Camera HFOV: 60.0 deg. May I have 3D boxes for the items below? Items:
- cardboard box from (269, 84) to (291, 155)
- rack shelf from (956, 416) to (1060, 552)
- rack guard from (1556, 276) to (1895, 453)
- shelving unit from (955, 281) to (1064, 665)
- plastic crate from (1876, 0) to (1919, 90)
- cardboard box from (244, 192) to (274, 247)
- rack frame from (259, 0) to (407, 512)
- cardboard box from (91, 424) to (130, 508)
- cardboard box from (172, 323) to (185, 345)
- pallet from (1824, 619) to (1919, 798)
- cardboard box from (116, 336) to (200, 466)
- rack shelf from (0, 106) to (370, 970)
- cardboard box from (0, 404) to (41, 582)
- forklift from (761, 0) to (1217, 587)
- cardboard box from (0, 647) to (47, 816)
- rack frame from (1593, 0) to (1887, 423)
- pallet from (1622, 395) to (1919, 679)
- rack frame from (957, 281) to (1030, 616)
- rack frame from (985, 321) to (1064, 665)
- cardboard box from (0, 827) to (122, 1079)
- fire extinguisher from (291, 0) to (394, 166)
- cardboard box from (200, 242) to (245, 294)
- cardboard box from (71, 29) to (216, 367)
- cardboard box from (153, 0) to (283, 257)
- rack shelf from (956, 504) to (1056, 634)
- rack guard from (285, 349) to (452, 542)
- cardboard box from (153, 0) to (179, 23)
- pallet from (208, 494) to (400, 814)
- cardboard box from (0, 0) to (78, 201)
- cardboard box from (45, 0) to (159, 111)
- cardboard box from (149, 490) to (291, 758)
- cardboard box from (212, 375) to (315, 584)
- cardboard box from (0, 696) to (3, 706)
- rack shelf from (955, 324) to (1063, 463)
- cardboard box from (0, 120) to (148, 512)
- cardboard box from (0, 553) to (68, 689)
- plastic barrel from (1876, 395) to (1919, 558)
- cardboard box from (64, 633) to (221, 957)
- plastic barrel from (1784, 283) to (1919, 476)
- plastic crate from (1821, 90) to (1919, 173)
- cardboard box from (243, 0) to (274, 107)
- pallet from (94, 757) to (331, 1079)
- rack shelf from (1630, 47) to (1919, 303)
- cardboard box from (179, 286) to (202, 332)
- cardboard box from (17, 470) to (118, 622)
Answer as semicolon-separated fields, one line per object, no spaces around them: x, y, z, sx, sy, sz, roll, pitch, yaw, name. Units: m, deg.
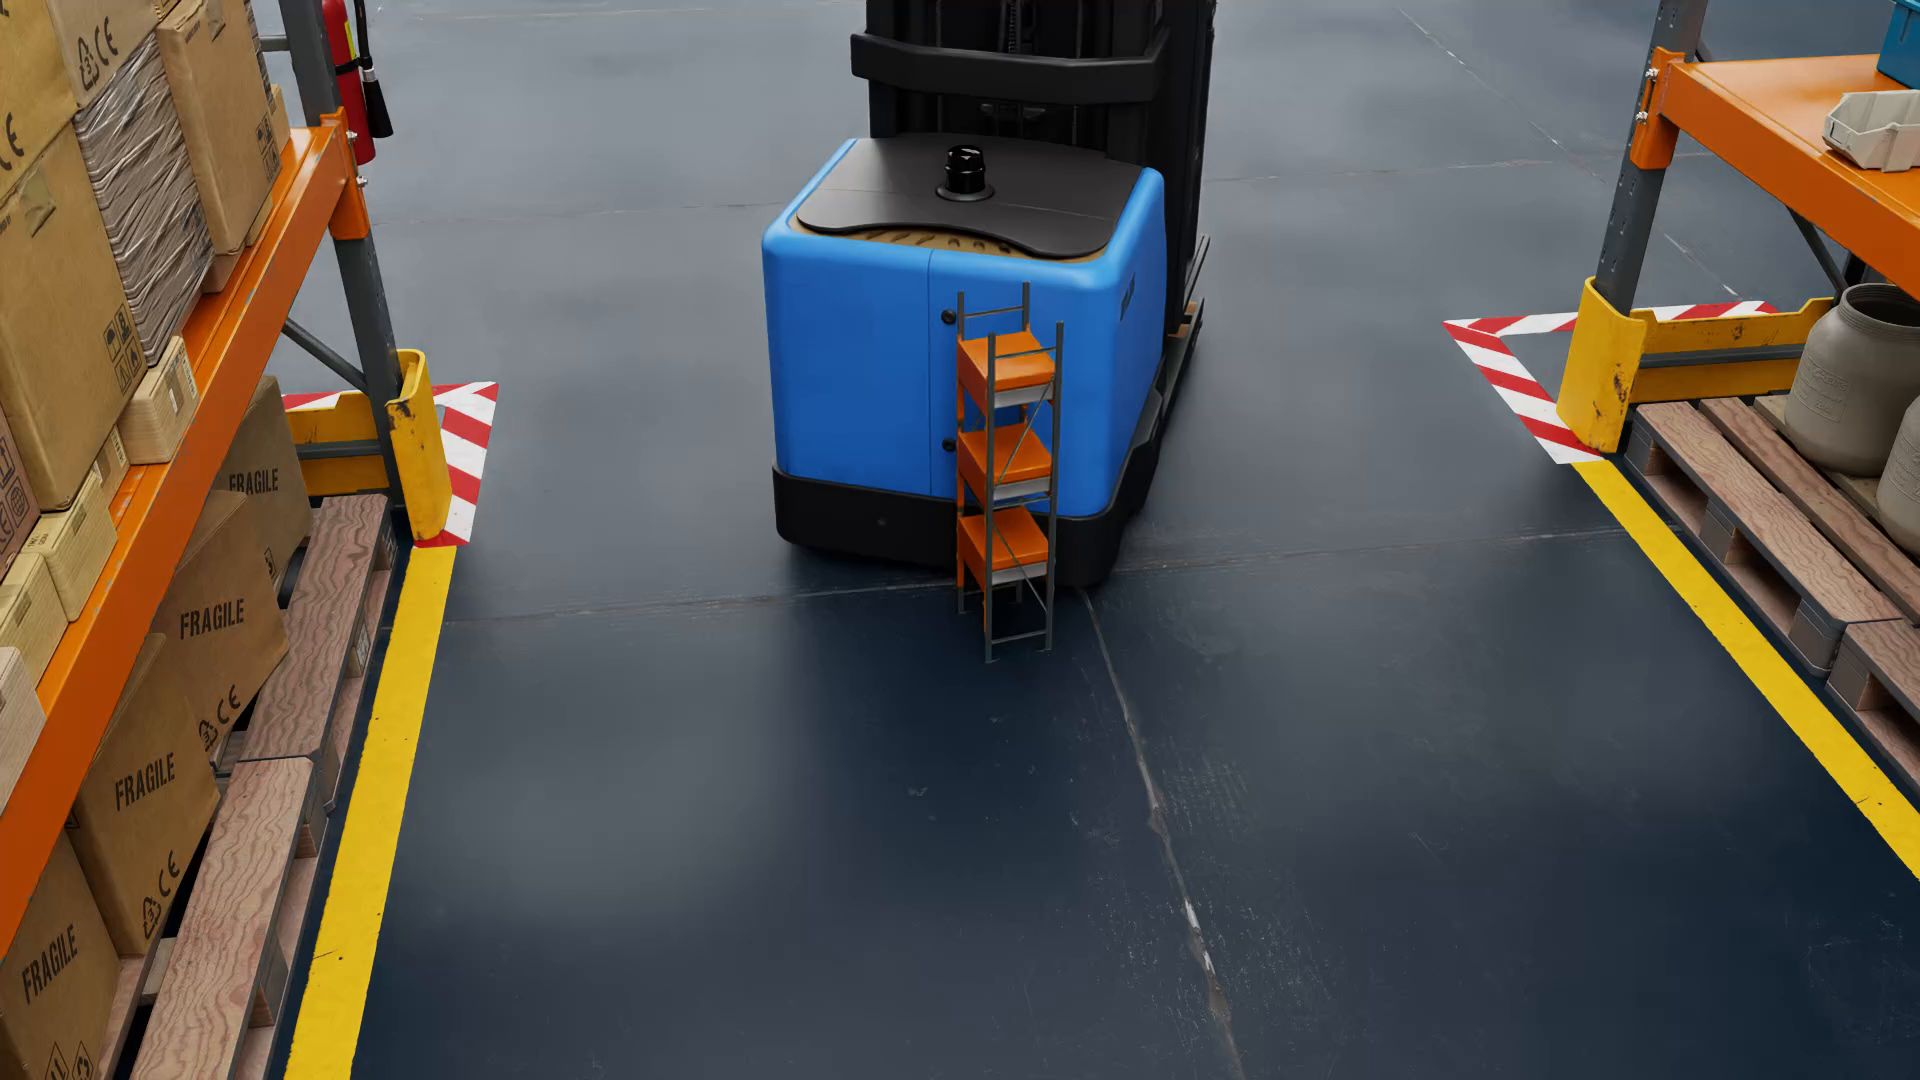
-2.007;-1.089;4.407;0.380;0.149;0.250;-4;35;-6;cardboard box
0.127;-0.155;4.565;0.215;0.259;0.240;-11;36;-15;rack shelf
2.715;-0.639;5.744;1.175;0.500;0.348;-4;35;-6;rack guard
0.127;-0.164;4.559;0.215;1.050;0.252;-11;36;-15;shelving unit
3.022;-1.393;4.762;0.499;0.251;0.616;-4;35;-6;plastic crate
-1.889;-0.813;4.003;0.380;0.149;0.250;-4;35;-6;cardboard box
-2.250;-1.336;4.547;1.000;3.000;0.127;-4;35;-6;rack frame
-1.736;-0.115;2.978;0.380;0.149;0.250;-4;35;-6;cardboard box
-1.822;-0.392;3.385;0.380;0.149;0.250;-4;35;-6;cardboard box
2.980;0.613;4.163;1.003;0.211;1.213;-4;35;-6;pallet
-1.701;-0.259;3.190;0.380;0.149;0.250;-4;35;-6;cardboard box
-1.981;0.078;3.111;1.077;0.370;4.000;-4;35;-6;rack shelf
-1.910;-0.077;2.346;0.875;0.500;0.500;-4;35;-6;cardboard box
0.304;-1.899;5.433;1.130;2.935;3.031;9;35;12;forklift
-1.560;0.298;2.372;0.380;0.149;0.250;-4;35;-6;cardboard box
2.658;-1.711;5.097;1.000;3.000;0.127;-4;35;-6;rack frame
2.819;-0.066;5.159;1.003;0.211;1.213;-4;35;-6;pallet
0.089;-0.229;4.654;0.200;1.050;0.008;-11;36;-15;rack frame
0.166;-0.099;4.463;0.200;1.050;0.008;-11;36;-15;rack frame
-1.972;0.870;3.157;0.500;0.500;0.500;-7;35;-11;cardboard box
-1.808;-1.403;4.713;0.296;0.674;0.183;-4;35;-6;fire extinguisher
-1.871;-0.673;3.797;0.380;0.149;0.250;-4;35;-6;cardboard box
-1.992;-0.639;3.171;0.875;0.500;0.500;-4;35;-6;cardboard box
-2.017;-0.921;3.585;0.875;0.500;0.500;-4;35;-6;cardboard box
0.127;0.074;4.721;0.215;0.259;0.240;-11;36;-15;rack shelf
-2.239;-0.260;5.188;1.175;0.500;0.348;-4;35;-6;rack guard
-1.858;-1.346;3.321;0.500;0.500;0.500;-4;35;-6;cardboard box
-2.165;0.315;4.600;1.003;0.211;1.213;-4;35;-6;pallet
-1.734;-0.788;2.501;0.500;0.500;0.500;-4;35;-6;cardboard box
-1.793;-1.067;2.912;0.500;0.500;0.500;-4;35;-6;cardboard box
-2.068;0.204;4.133;0.500;0.500;0.500;4;35;6;cardboard box
-2.182;-0.127;4.619;0.500;0.500;0.500;2;34;2;cardboard box
-1.743;0.195;1.948;0.875;0.500;0.500;-4;35;-6;cardboard box
0.127;-0.390;4.405;0.215;0.259;0.240;-11;36;-15;rack shelf
-1.937;-0.359;2.760;0.875;0.500;0.500;-4;35;-6;cardboard box
-1.635;0.162;2.572;0.380;0.149;0.250;-4;35;-6;cardboard box
2.890;-0.215;4.738;0.421;0.512;0.421;0;34;0;plastic barrel
-2.002;0.555;3.619;0.500;0.500;0.500;-1;34;-2;cardboard box
2.823;-0.495;5.149;0.421;0.512;0.421;0;34;0;plastic barrel
2.460;-1.078;4.403;0.298;0.136;0.250;-4;35;-6;plastic crate
-2.203;-1.191;3.981;0.875;0.500;0.500;-4;35;-6;cardboard box
-2.004;0.994;3.604;1.003;0.211;1.213;-4;35;-6;pallet
2.927;-0.298;3.662;1.077;0.370;4.000;-4;35;-6;rack shelf
-1.878;-0.530;3.587;0.380;0.149;0.250;-4;35;-6;cardboard box
-1.657;0.021;2.778;0.380;0.149;0.250;-4;35;-6;cardboard box
